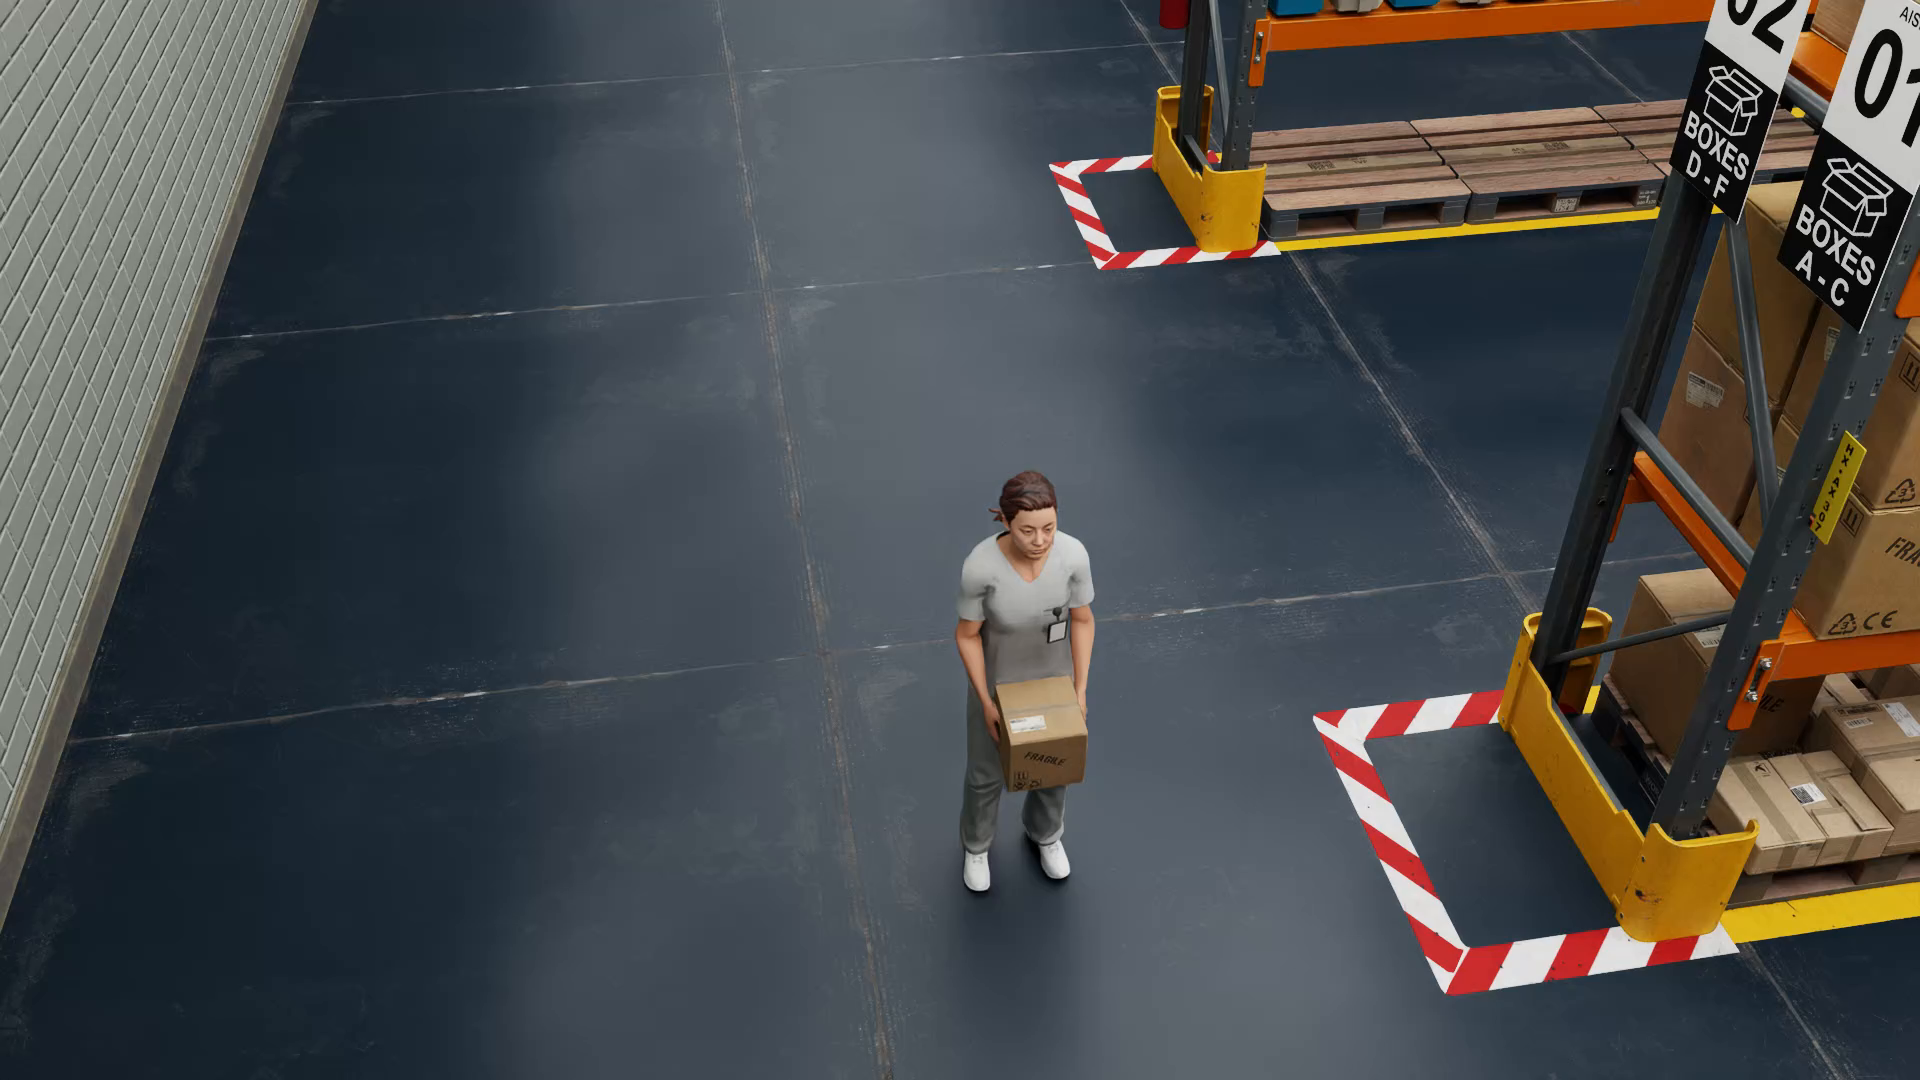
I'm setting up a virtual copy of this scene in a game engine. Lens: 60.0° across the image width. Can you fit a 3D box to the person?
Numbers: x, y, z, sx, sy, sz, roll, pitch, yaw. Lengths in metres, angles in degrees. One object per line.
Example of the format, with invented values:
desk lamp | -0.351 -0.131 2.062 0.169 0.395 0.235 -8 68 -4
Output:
person | 0.220 0.512 5.531 0.465 1.657 0.426 -7 39 -8
